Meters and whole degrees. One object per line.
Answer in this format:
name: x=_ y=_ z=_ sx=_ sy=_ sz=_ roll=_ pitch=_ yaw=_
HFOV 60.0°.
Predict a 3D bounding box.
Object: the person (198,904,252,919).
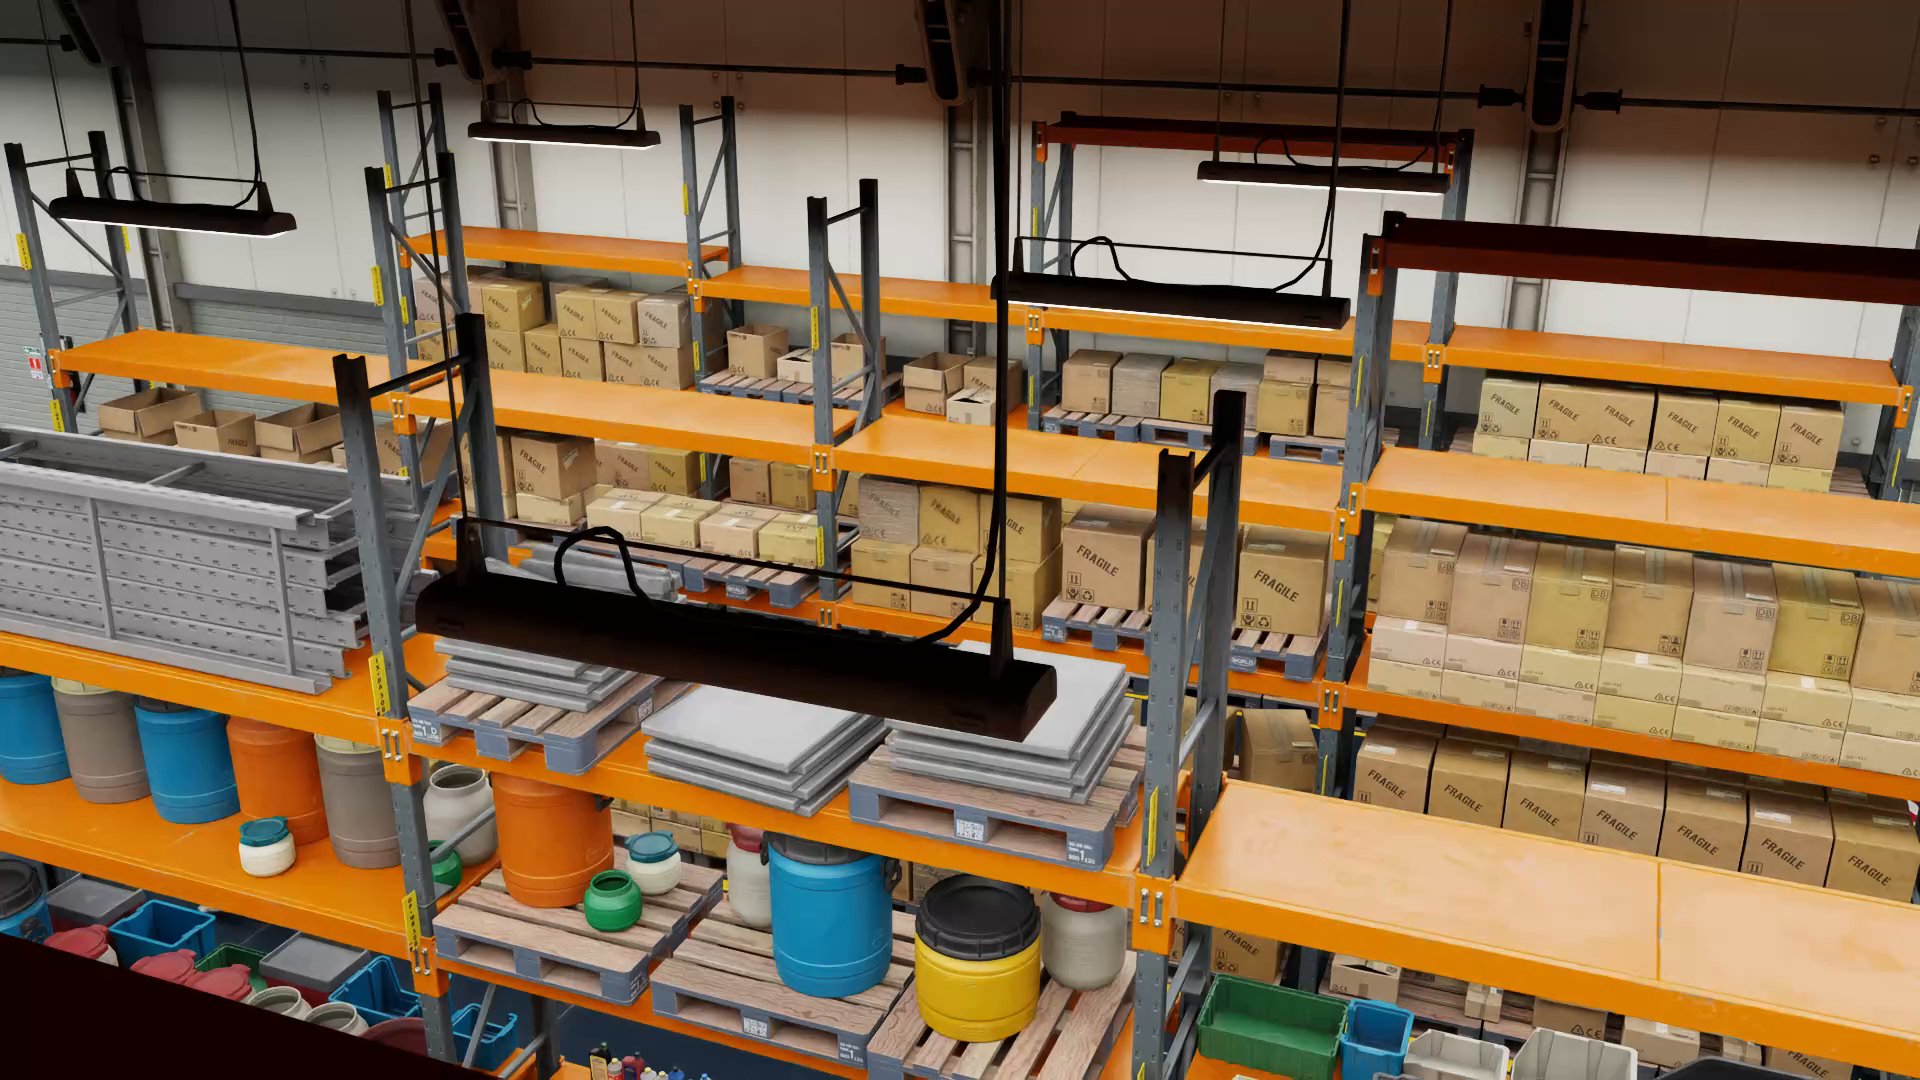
person: x=-6.058 y=2.319 z=13.822 sx=0.639 sy=1.771 sz=0.662 roll=-17 pitch=27 yaw=-38
